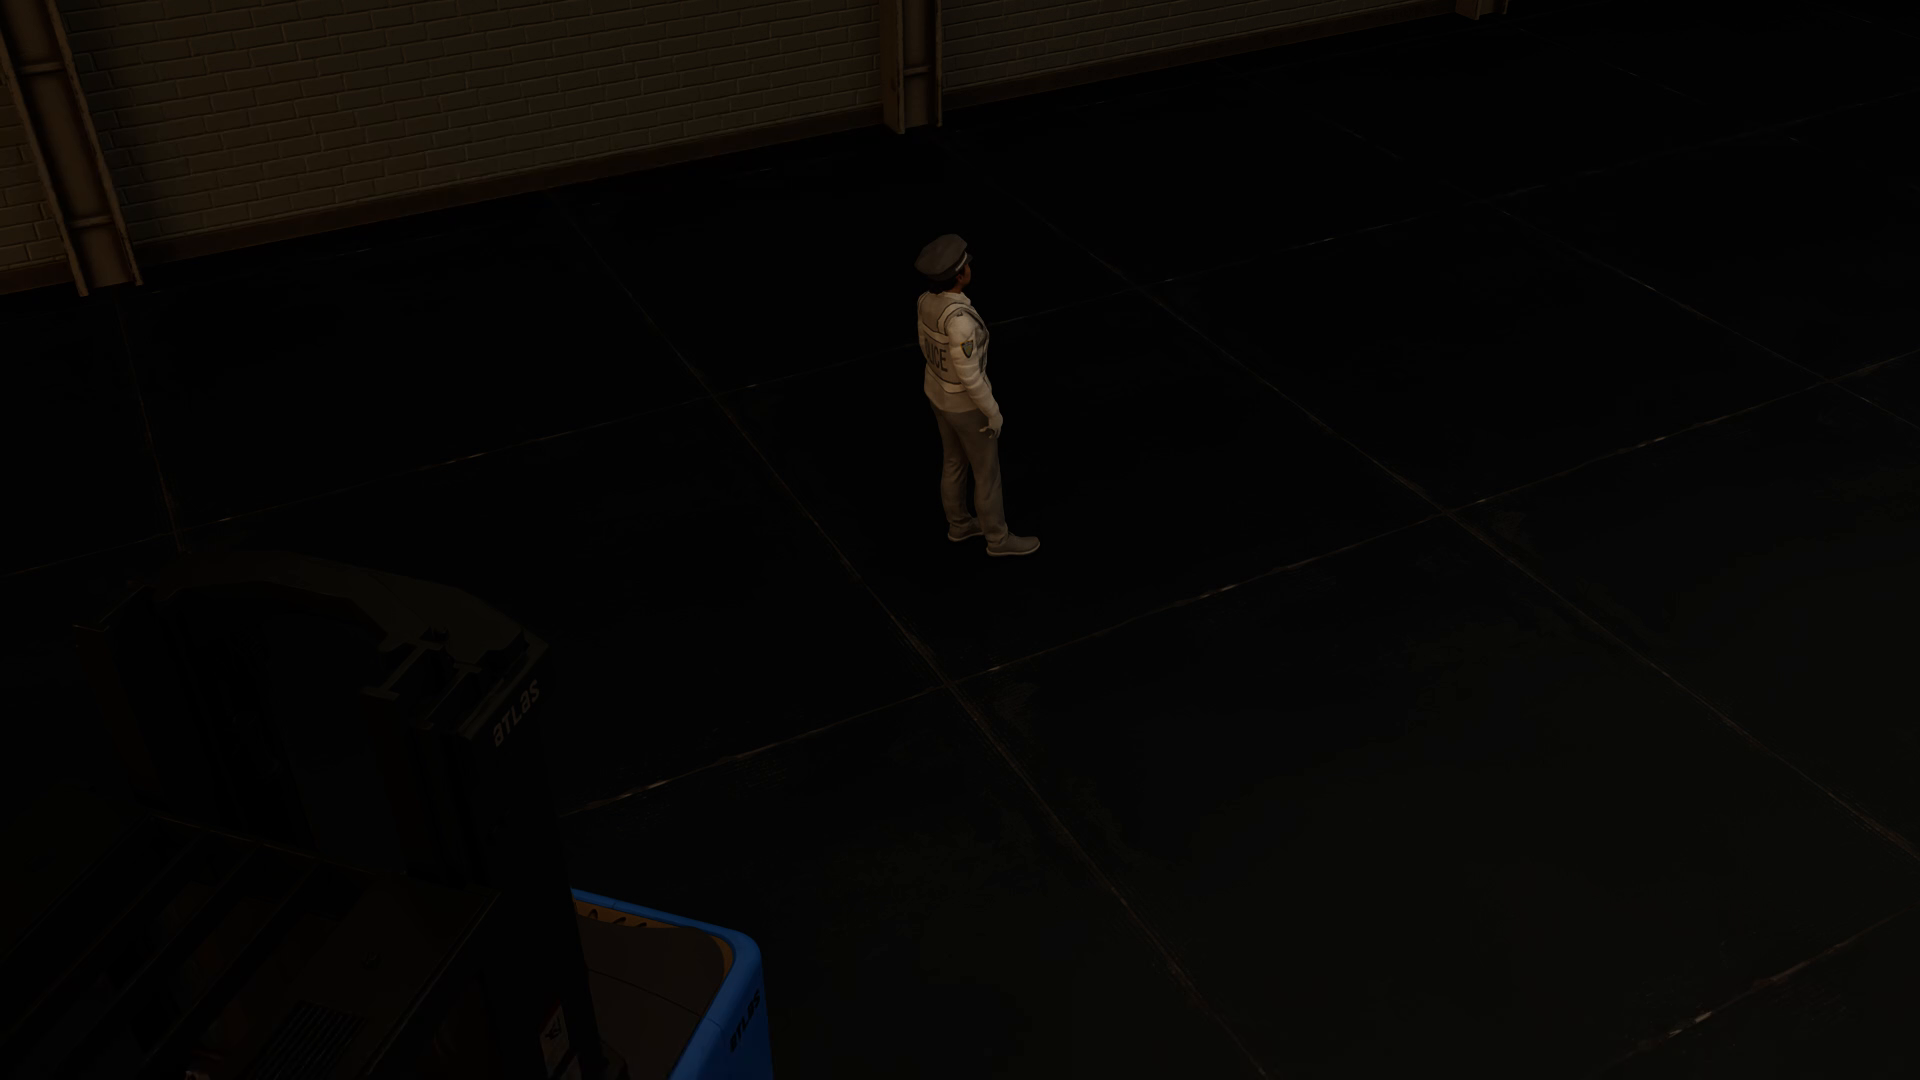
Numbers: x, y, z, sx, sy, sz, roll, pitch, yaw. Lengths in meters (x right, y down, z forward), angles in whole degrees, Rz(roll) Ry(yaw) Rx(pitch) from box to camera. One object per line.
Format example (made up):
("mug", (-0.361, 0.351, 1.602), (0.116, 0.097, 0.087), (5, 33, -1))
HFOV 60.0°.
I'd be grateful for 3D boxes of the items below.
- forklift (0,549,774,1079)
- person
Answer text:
("forklift", (-1.532, 1.616, 3.836), (1.130, 2.935, 3.031), (11, 37, 15))
("person", (0.064, -0.713, 8.190), (0.530, 1.694, 0.586), (-17, 39, -23))
